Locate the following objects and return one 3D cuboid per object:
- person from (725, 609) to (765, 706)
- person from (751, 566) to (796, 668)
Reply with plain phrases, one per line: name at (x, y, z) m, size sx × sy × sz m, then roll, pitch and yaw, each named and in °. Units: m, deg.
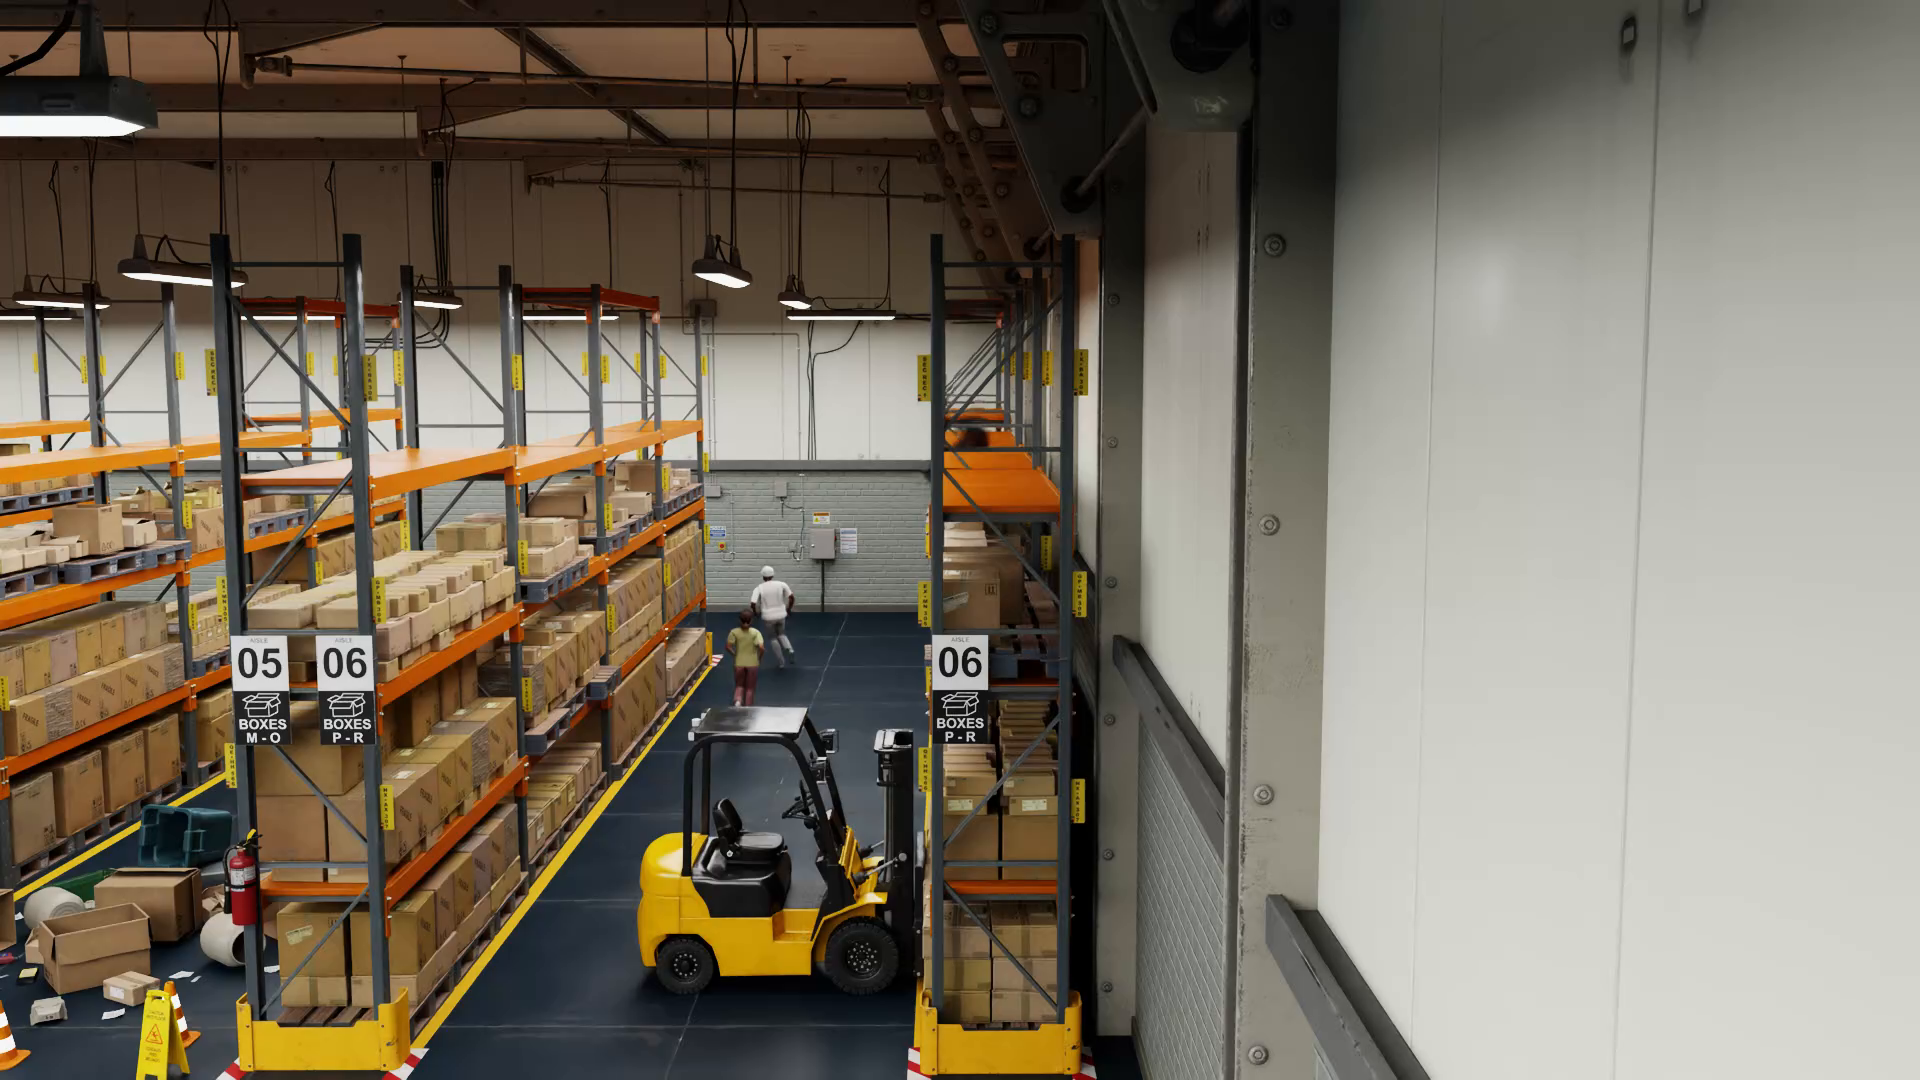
person at (-3.009, 1.781, 23.351) m, size 0.565 × 1.624 × 0.548 m, roll 0°, pitch 6°, yaw 2°
person at (-3.119, 1.278, 27.564) m, size 0.722 × 1.703 × 0.559 m, roll -3°, pitch 7°, yaw -23°
